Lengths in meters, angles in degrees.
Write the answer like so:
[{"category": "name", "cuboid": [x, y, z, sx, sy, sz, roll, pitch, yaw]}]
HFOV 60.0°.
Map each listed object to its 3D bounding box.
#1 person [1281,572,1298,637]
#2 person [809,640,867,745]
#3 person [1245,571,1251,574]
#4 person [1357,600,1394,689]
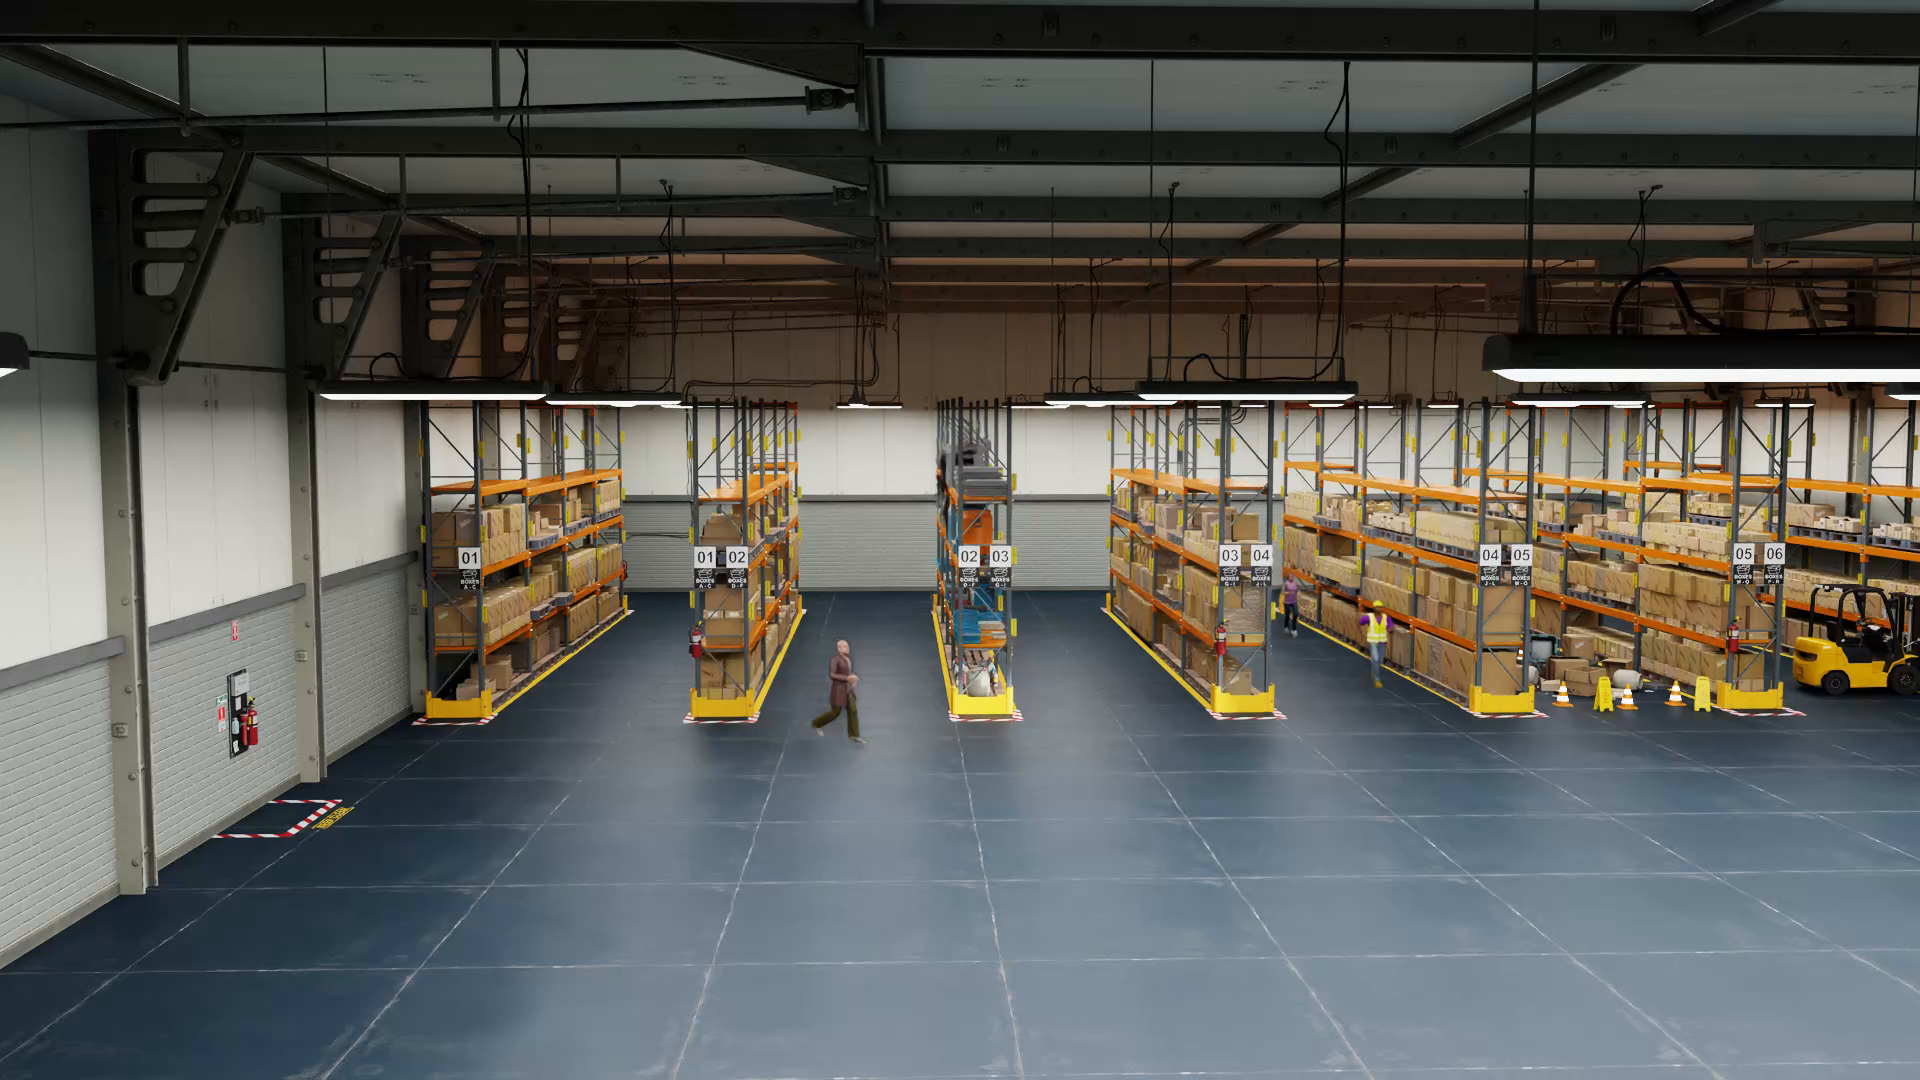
[{"category": "person", "cuboid": [8.436, 1.639, 42.481, 0.522, 1.639, 0.700, 0, 4, -5]}, {"category": "person", "cuboid": [-2.084, 2.620, 28.722, 1.047, 1.797, 0.718, 2, 5, 29]}, {"category": "person", "cuboid": [8.009, 1.340, 46.558, 0.605, 1.663, 0.683, 1, 4, 8]}, {"category": "person", "cuboid": [8.686, 2.138, 34.607, 0.694, 1.767, 0.969, 0, 4, -6]}]
